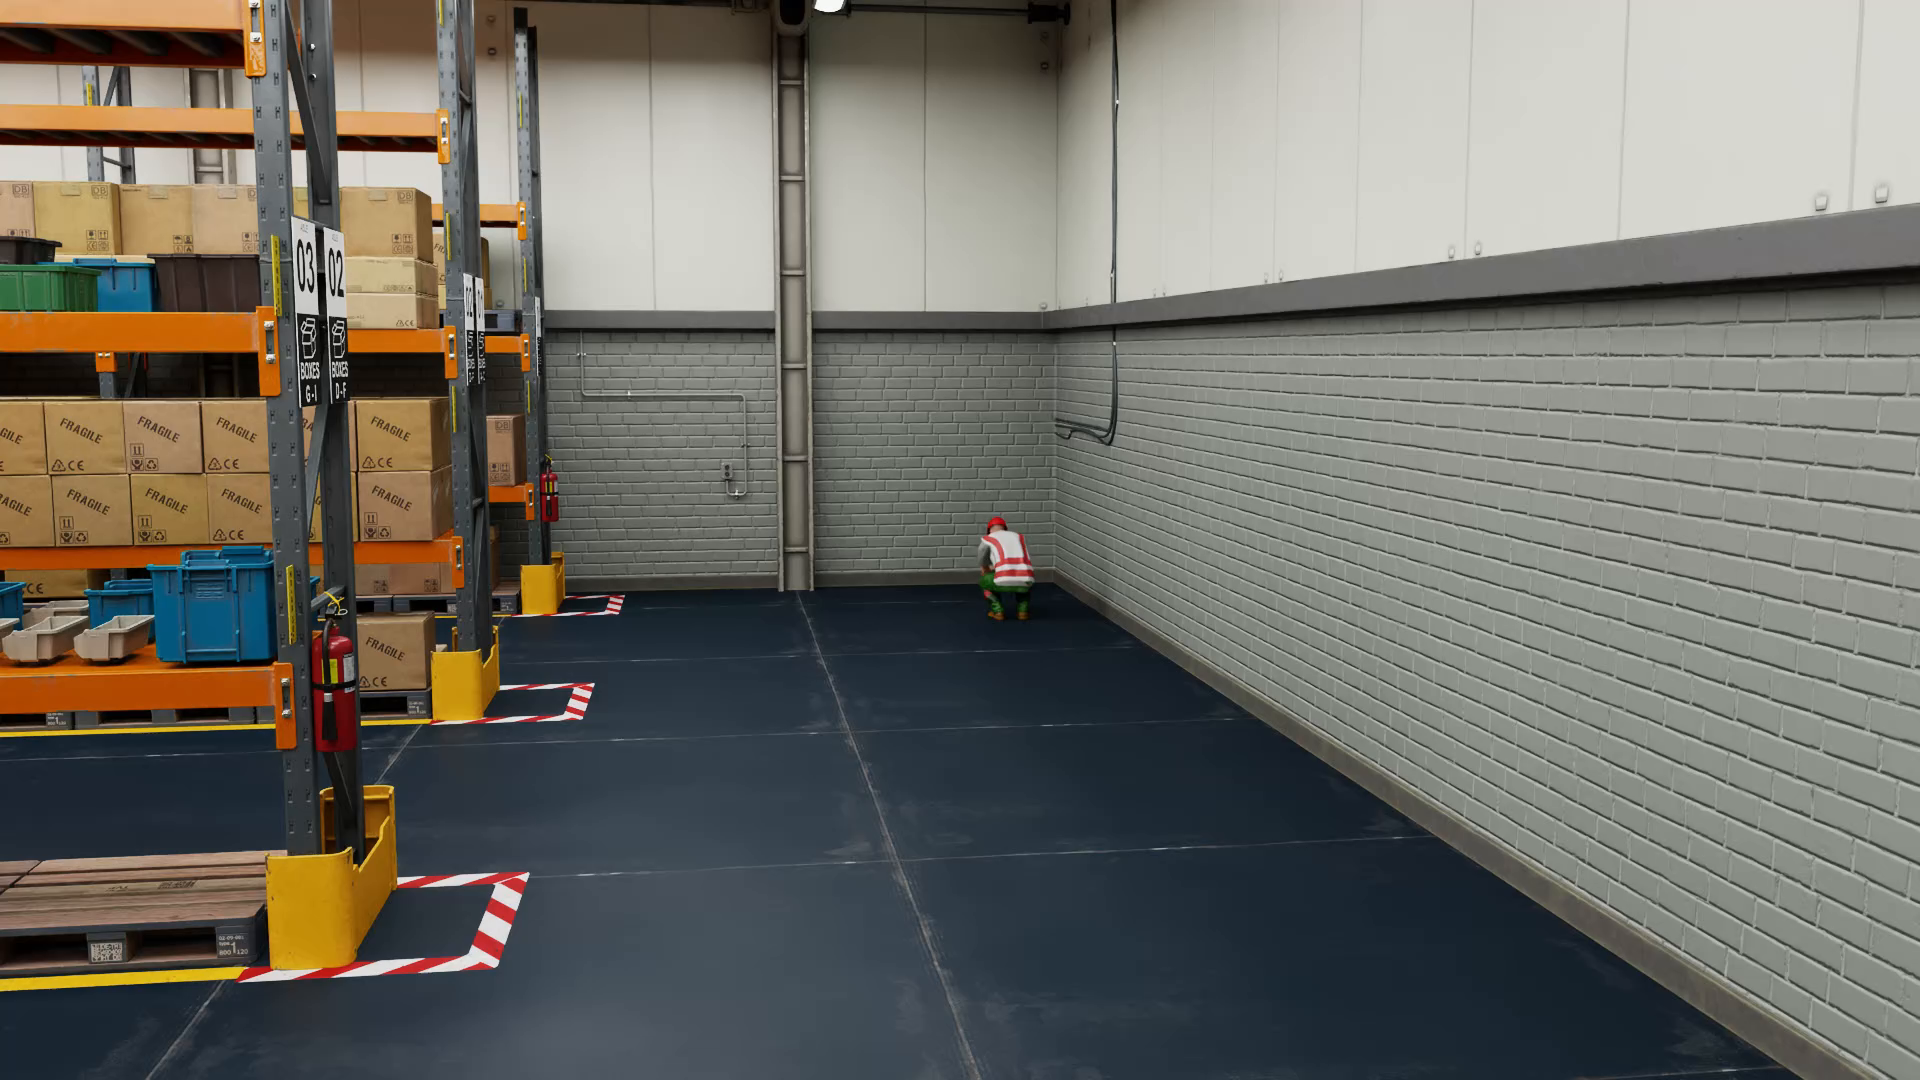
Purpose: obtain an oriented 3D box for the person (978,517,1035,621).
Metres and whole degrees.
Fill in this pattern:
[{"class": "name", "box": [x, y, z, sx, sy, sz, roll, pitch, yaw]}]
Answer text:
[{"class": "person", "box": [0.462, 0.281, 16.725, 0.555, 0.989, 0.872, -1, 6, -9]}]
